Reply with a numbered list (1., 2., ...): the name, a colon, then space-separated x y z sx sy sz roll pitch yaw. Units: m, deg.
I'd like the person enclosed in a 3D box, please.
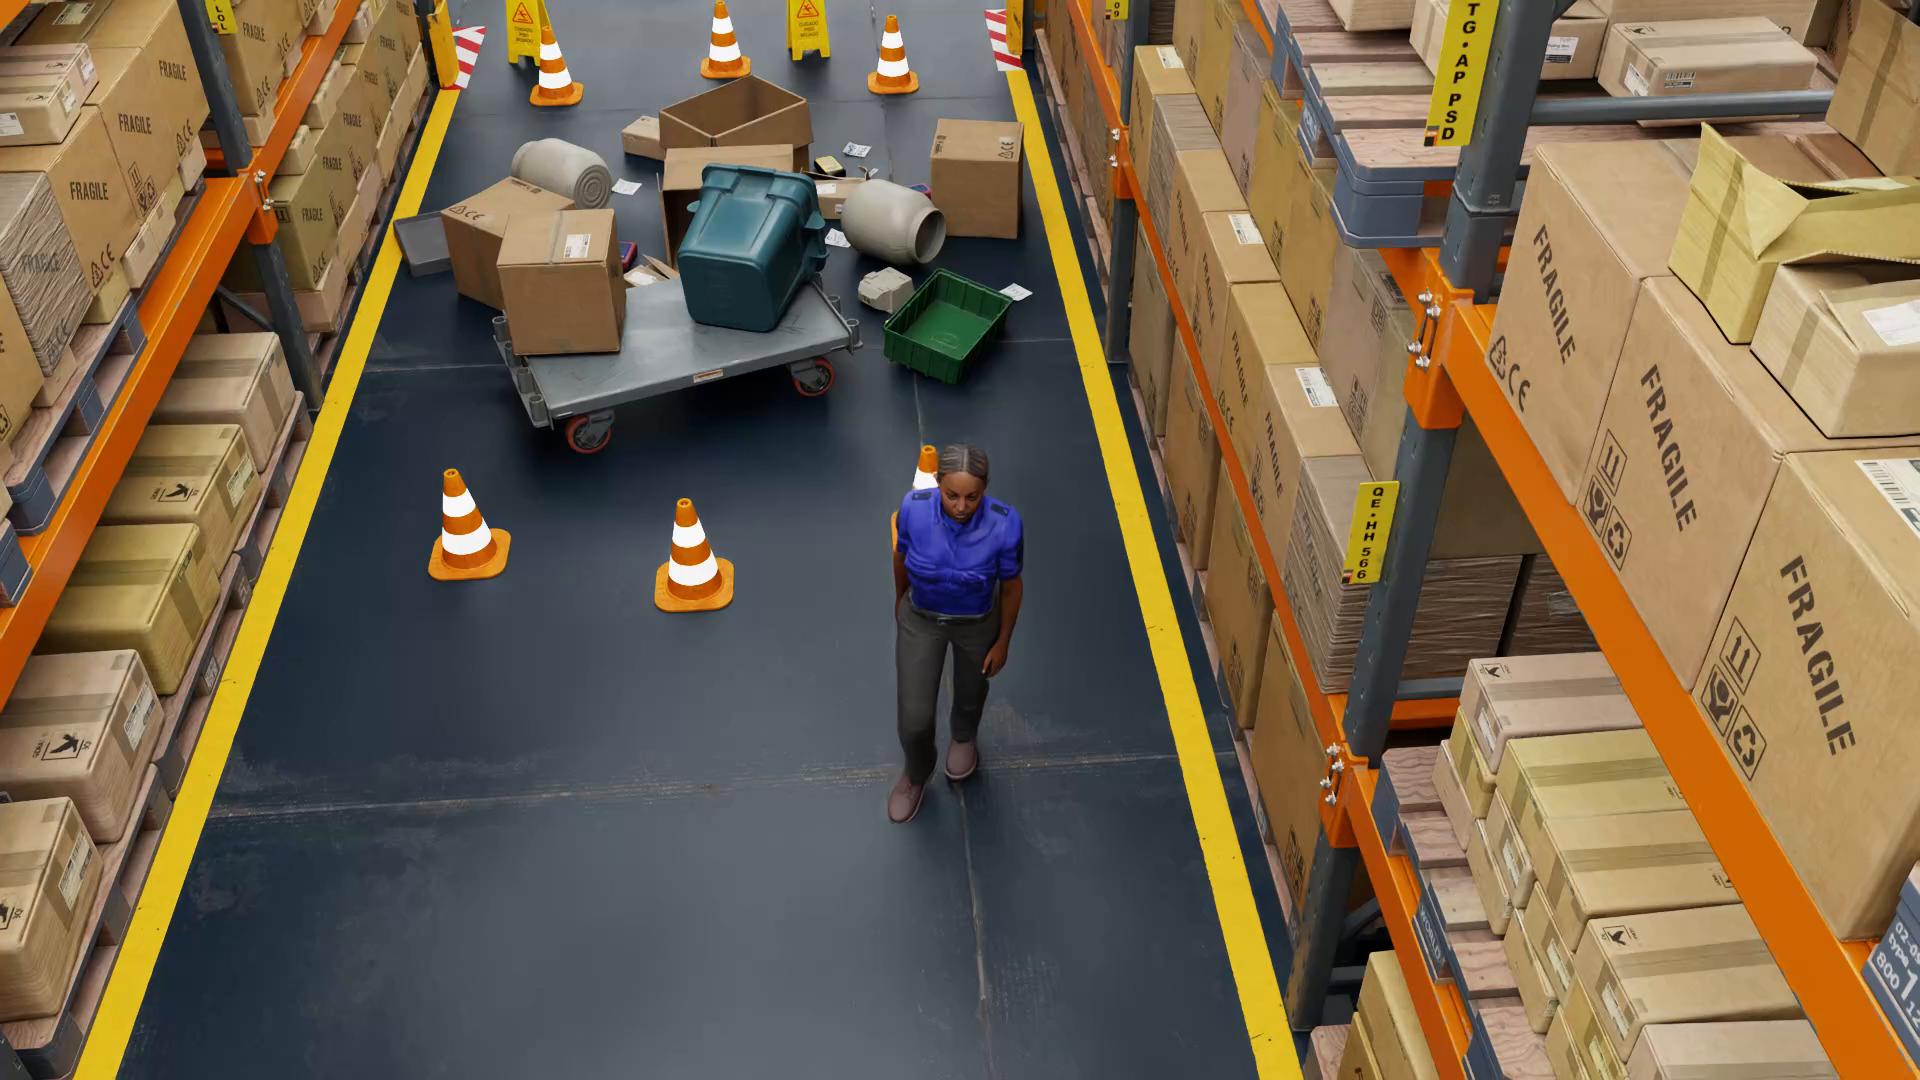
1. person: -0.024 0.288 5.815 0.482 1.683 0.533 3 39 3
